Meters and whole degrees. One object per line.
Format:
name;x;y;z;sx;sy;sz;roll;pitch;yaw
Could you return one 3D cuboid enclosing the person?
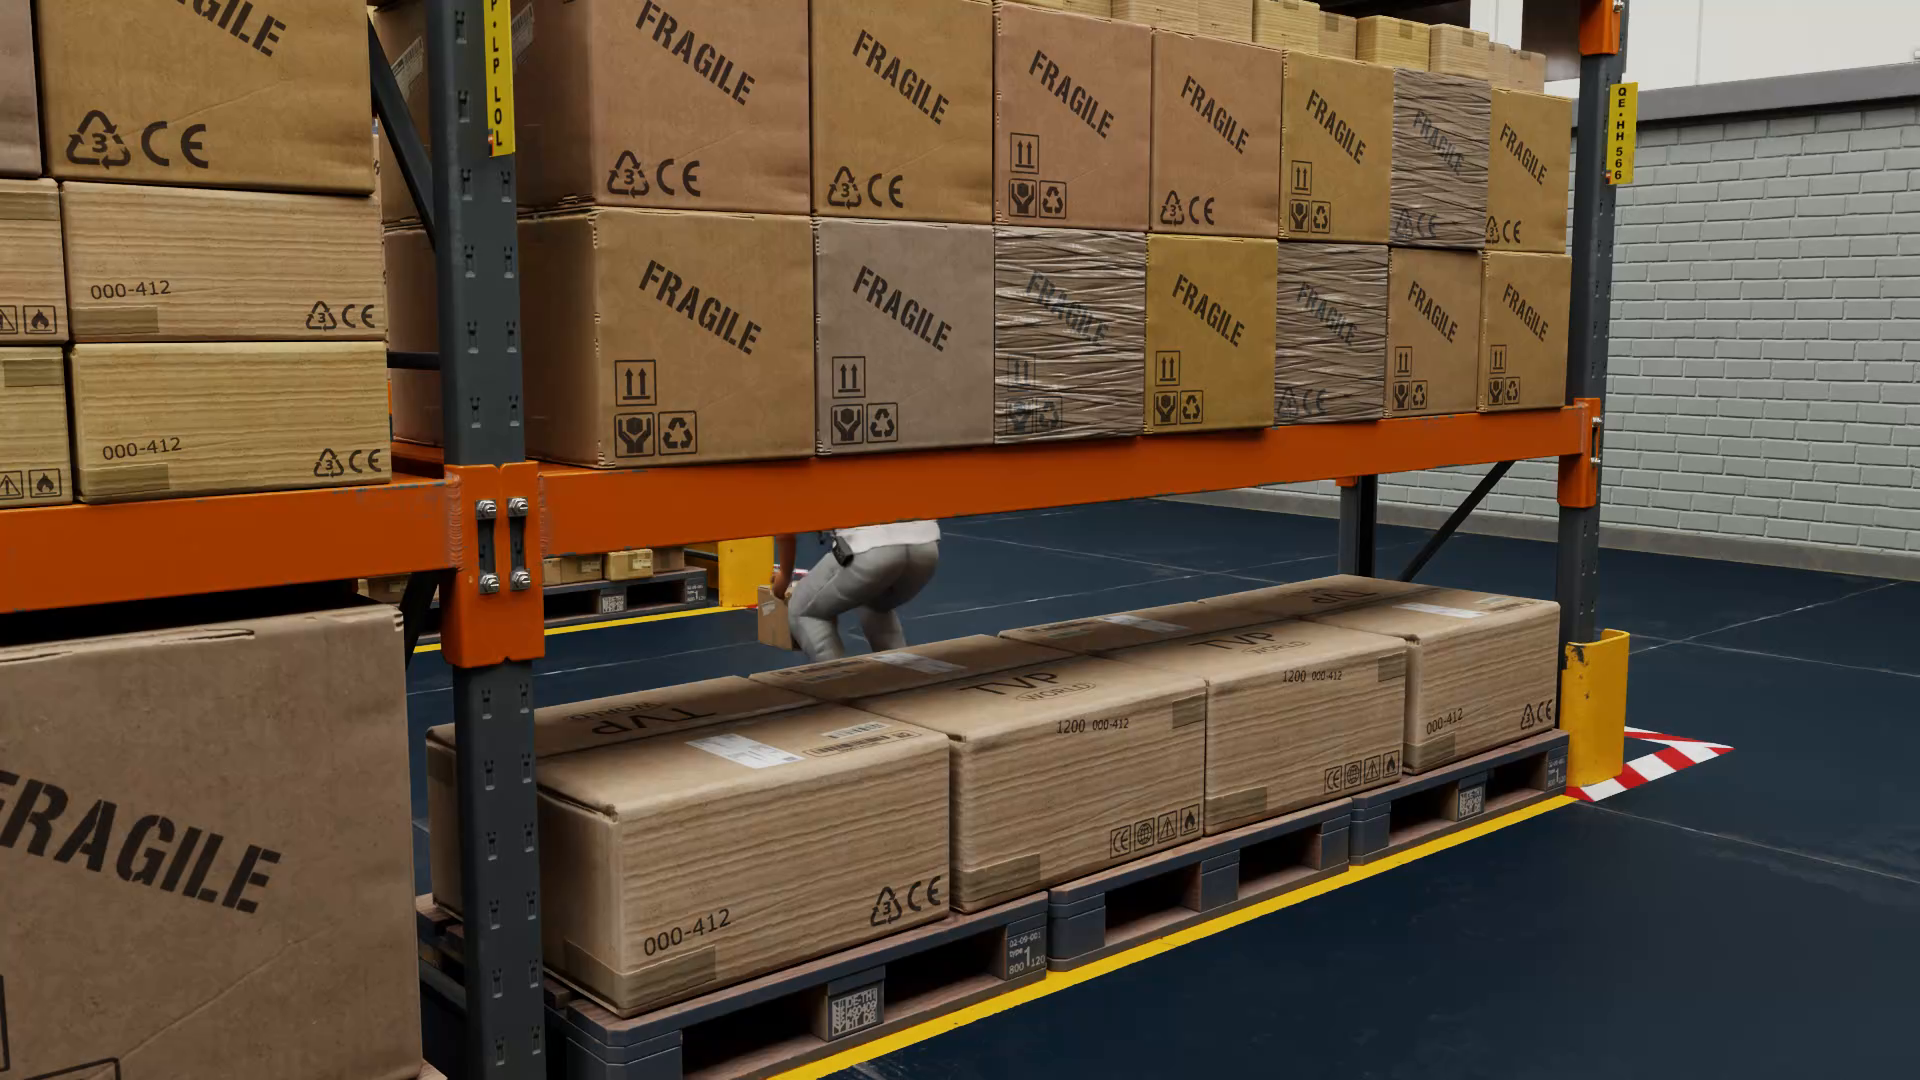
person;-0.463;0.067;6.821;0.538;1.268;0.772;-7;10;-41
